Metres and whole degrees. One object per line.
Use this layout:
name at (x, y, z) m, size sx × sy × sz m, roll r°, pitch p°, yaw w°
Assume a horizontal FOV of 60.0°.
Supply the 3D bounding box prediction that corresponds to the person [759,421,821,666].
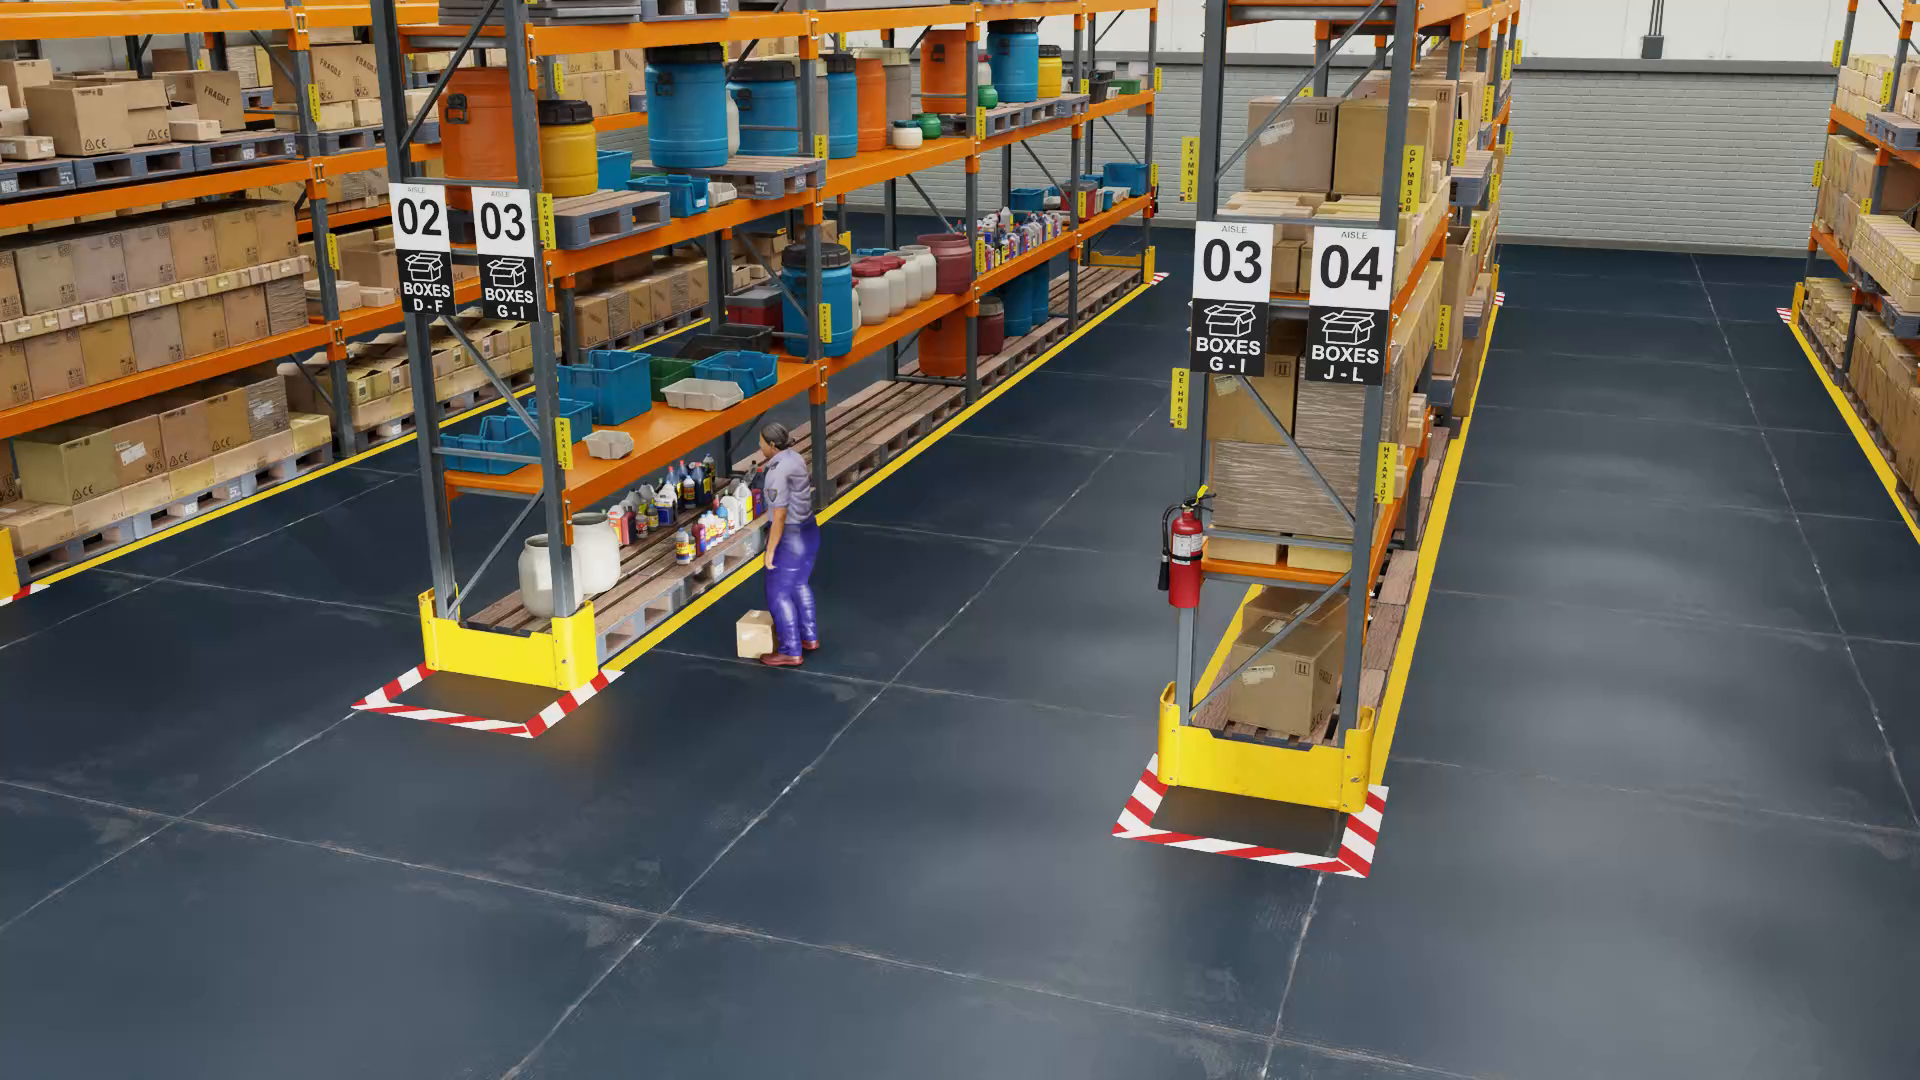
person at (-1.134, 0.009, 11.052) m, size 0.366 × 1.649 × 0.560 m, roll 6°, pitch 20°, yaw 16°
